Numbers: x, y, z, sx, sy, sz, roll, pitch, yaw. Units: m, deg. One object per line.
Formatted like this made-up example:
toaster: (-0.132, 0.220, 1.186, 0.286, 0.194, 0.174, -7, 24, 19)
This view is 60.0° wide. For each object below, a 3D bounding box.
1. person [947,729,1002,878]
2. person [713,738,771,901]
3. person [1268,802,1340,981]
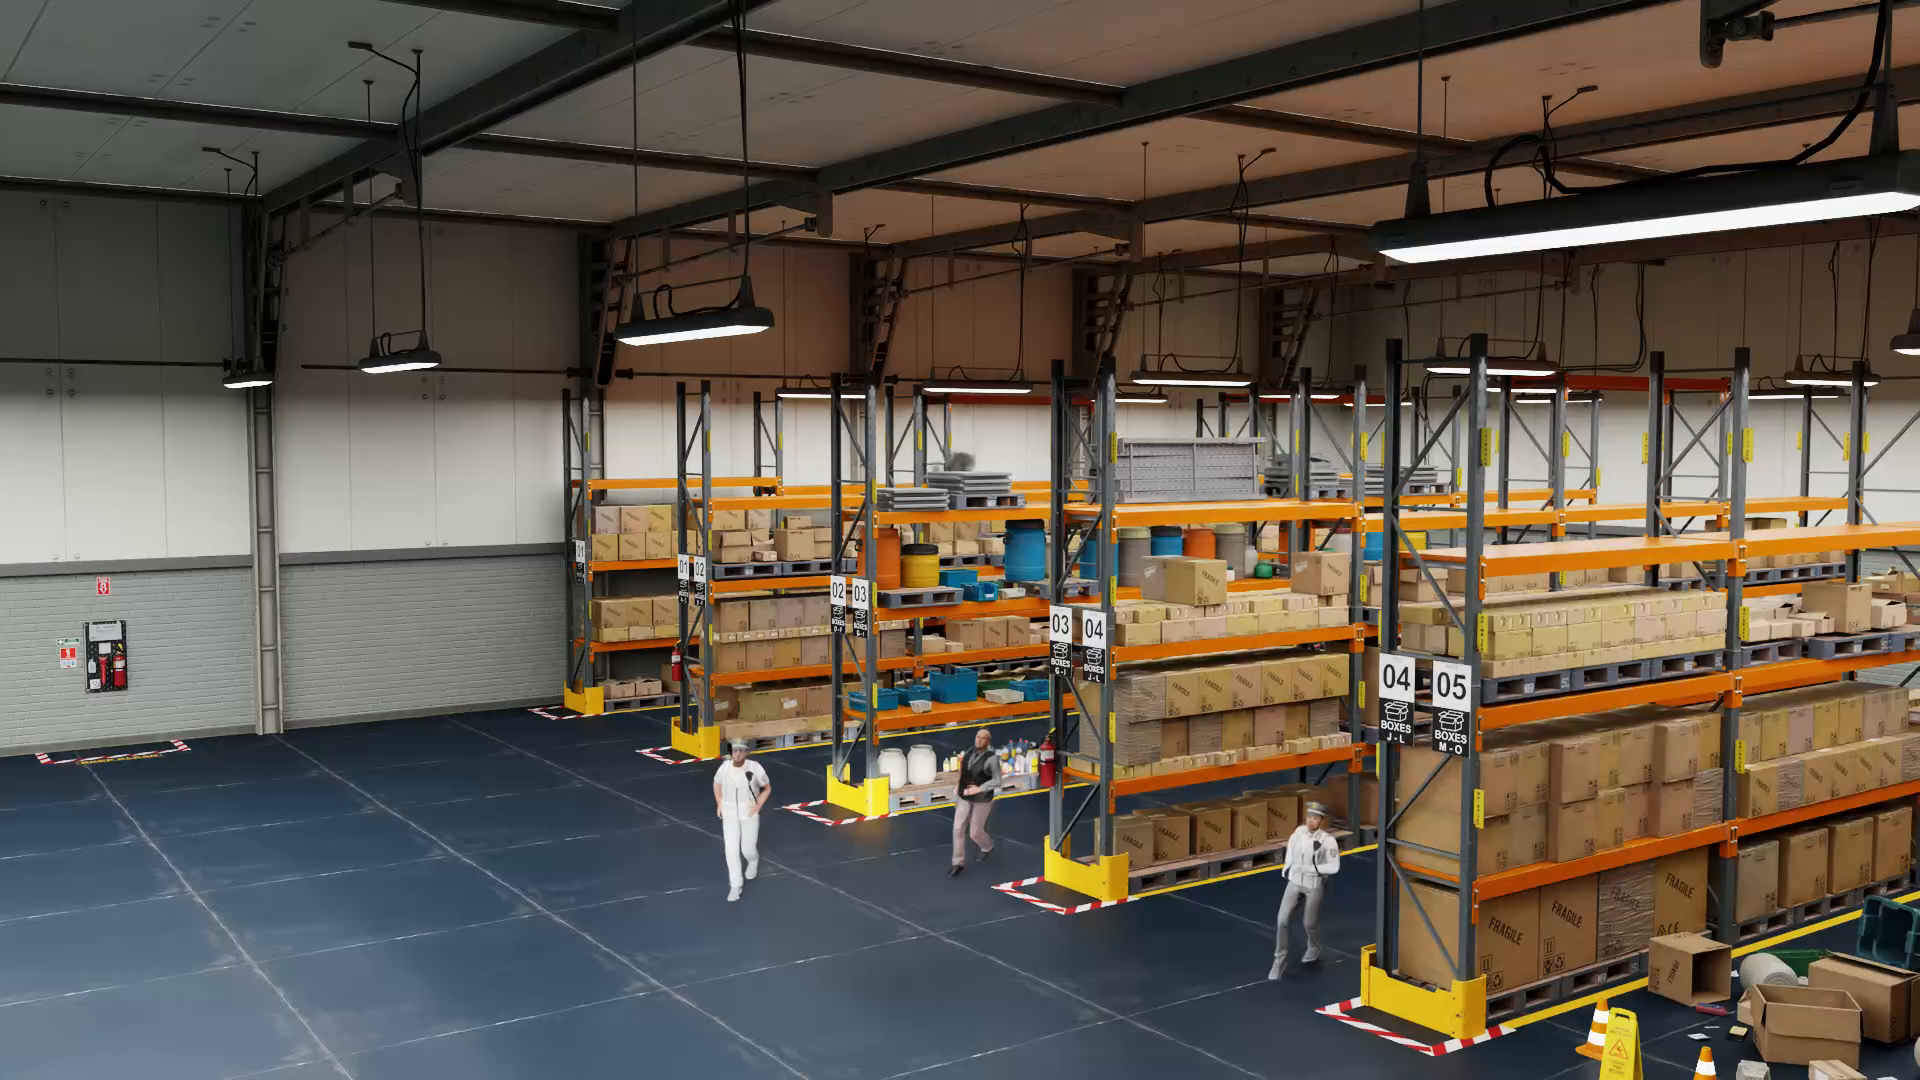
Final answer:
person: (0.232, 3.067, 19.527, 0.668, 1.718, 0.818, 3, 4, 35)
person: (-2.462, 3.093, 18.757, 0.675, 1.784, 0.868, 0, 4, 1)
person: (3.344, 3.326, 15.850, 0.620, 1.733, 0.807, 3, 4, 35)
